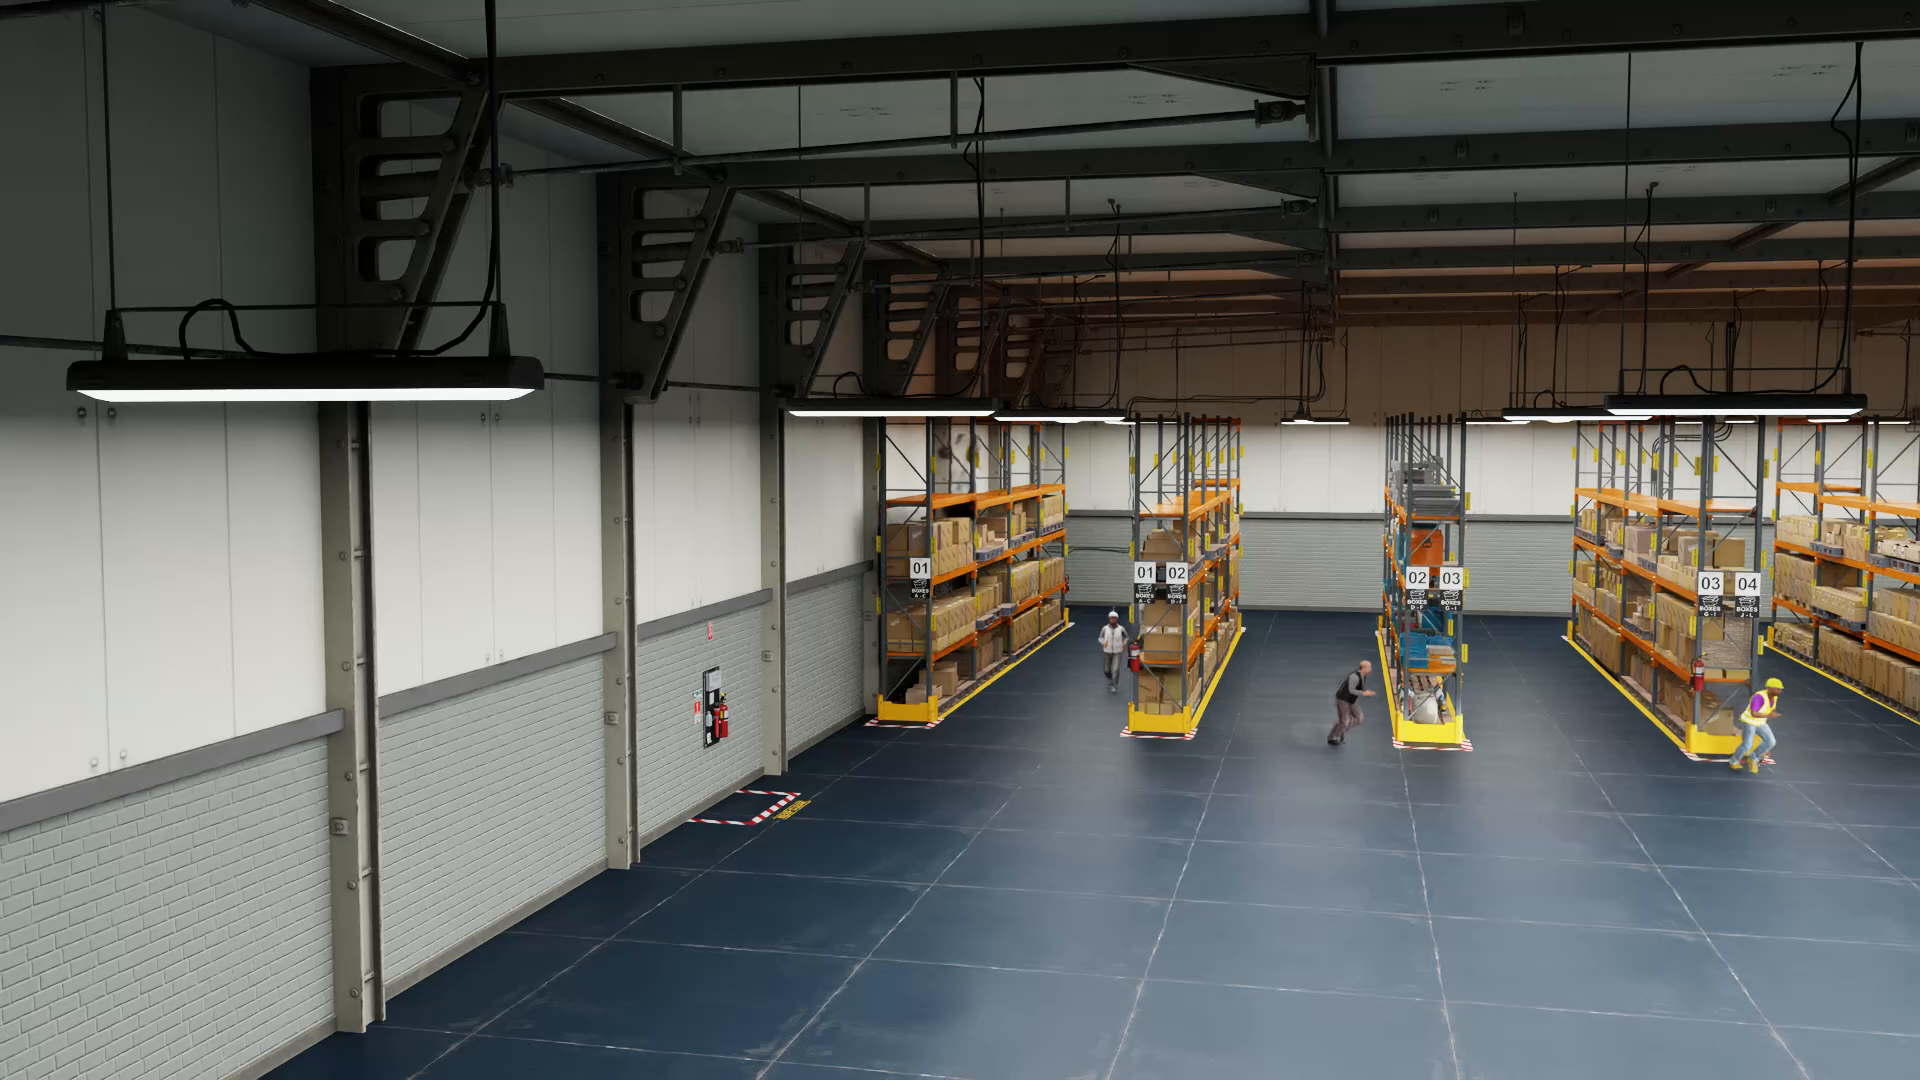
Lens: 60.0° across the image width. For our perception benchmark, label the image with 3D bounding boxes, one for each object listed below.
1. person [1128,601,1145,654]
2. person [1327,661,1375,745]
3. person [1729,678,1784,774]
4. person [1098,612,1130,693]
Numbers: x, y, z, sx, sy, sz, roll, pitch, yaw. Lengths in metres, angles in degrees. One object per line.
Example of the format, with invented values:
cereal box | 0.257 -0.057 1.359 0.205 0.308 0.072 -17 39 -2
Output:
person | 4.480 2.104 41.680 0.508 1.604 0.667 1 4 18
person | 7.059 2.918 29.910 0.887 1.551 0.687 2 5 31
person | 13.184 3.056 27.450 0.734 1.632 0.938 -2 5 -31
person | 3.321 2.420 36.053 0.648 1.733 0.760 1 4 10
